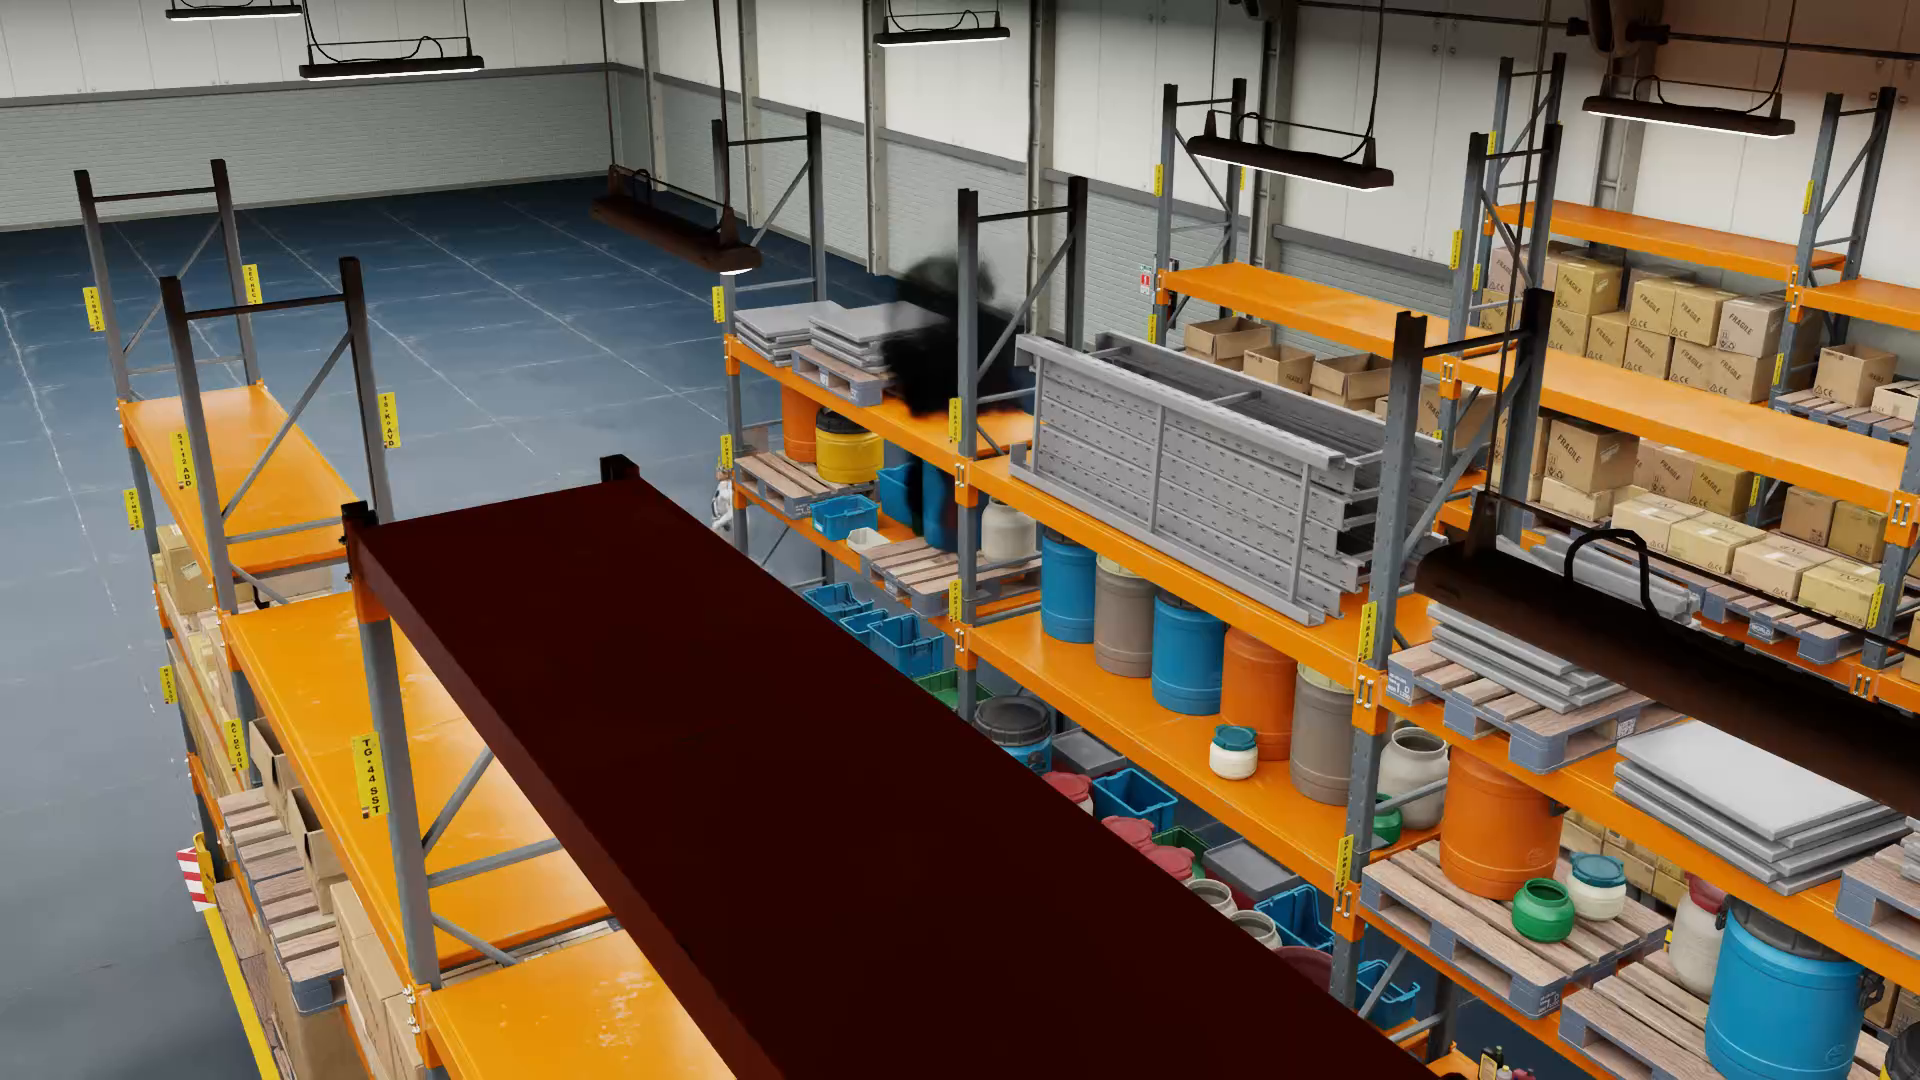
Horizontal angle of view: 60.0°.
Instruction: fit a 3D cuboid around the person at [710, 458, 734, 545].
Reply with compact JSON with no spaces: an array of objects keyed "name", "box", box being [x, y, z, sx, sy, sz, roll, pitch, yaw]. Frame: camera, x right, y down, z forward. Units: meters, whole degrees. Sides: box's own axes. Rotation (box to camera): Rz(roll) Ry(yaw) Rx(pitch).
[{"name":"person","box":[-2.674,-0.174,19.604,0.587,1.673,0.628,-1,22,-3]}]
